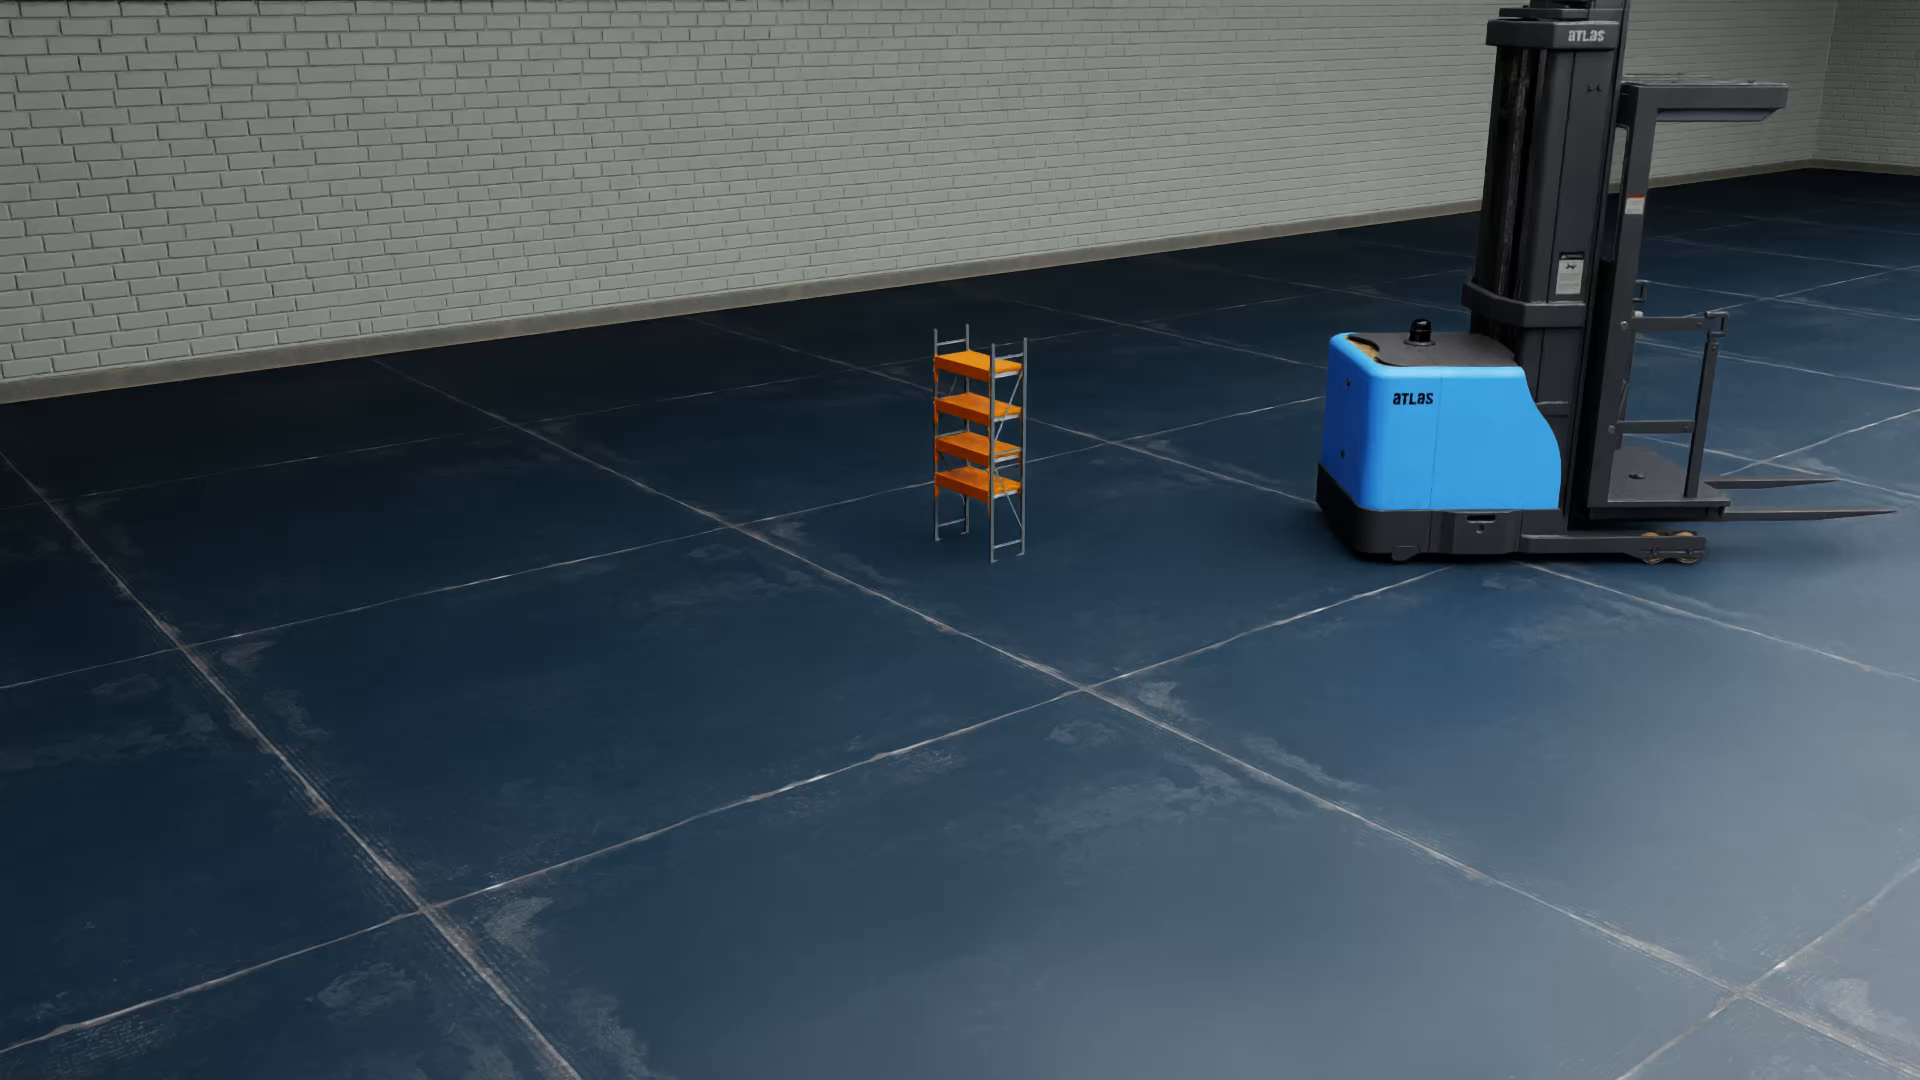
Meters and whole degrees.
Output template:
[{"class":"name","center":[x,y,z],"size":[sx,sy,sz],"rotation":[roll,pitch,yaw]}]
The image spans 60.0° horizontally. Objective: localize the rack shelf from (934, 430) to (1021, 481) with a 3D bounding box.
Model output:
[{"class":"rack shelf","center":[0.103,-0.465,9.072],"size":[0.258,0.148,0.480],"rotation":[-14,23,-36]}]

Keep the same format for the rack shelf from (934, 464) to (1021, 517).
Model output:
[{"class":"rack shelf","center":[0.103,-0.276,9.134],"size":[0.258,0.148,0.480],"rotation":[-14,23,-36]}]

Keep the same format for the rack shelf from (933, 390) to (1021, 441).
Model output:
[{"class":"rack shelf","center":[0.103,-0.677,9.002],"size":[0.258,0.148,0.480],"rotation":[-14,23,-36]}]

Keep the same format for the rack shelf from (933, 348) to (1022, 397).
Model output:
[{"class":"rack shelf","center":[0.103,-0.902,8.927],"size":[0.258,0.148,0.480],"rotation":[-14,23,-36]}]

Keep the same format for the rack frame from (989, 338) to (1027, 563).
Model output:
[{"class":"rack frame","center":[0.254,-0.469,8.869],"size":[0.240,1.200,0.015],"rotation":[-14,23,-36]}]

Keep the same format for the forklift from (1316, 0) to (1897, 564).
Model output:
[{"class":"forklift","center":[3.628,-1.430,9.018],"size":[3.031,2.935,1.130],"rotation":[-1,18,-2]}]

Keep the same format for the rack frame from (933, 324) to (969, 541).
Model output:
[{"class":"rack frame","center":[-0.049,-0.589,9.232],"size":[0.240,1.200,0.015],"rotation":[-14,23,-36]}]

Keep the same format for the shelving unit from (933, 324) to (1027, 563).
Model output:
[{"class":"shelving unit","center":[0.103,-0.529,9.051],"size":[0.258,1.200,0.503],"rotation":[-14,23,-36]}]
